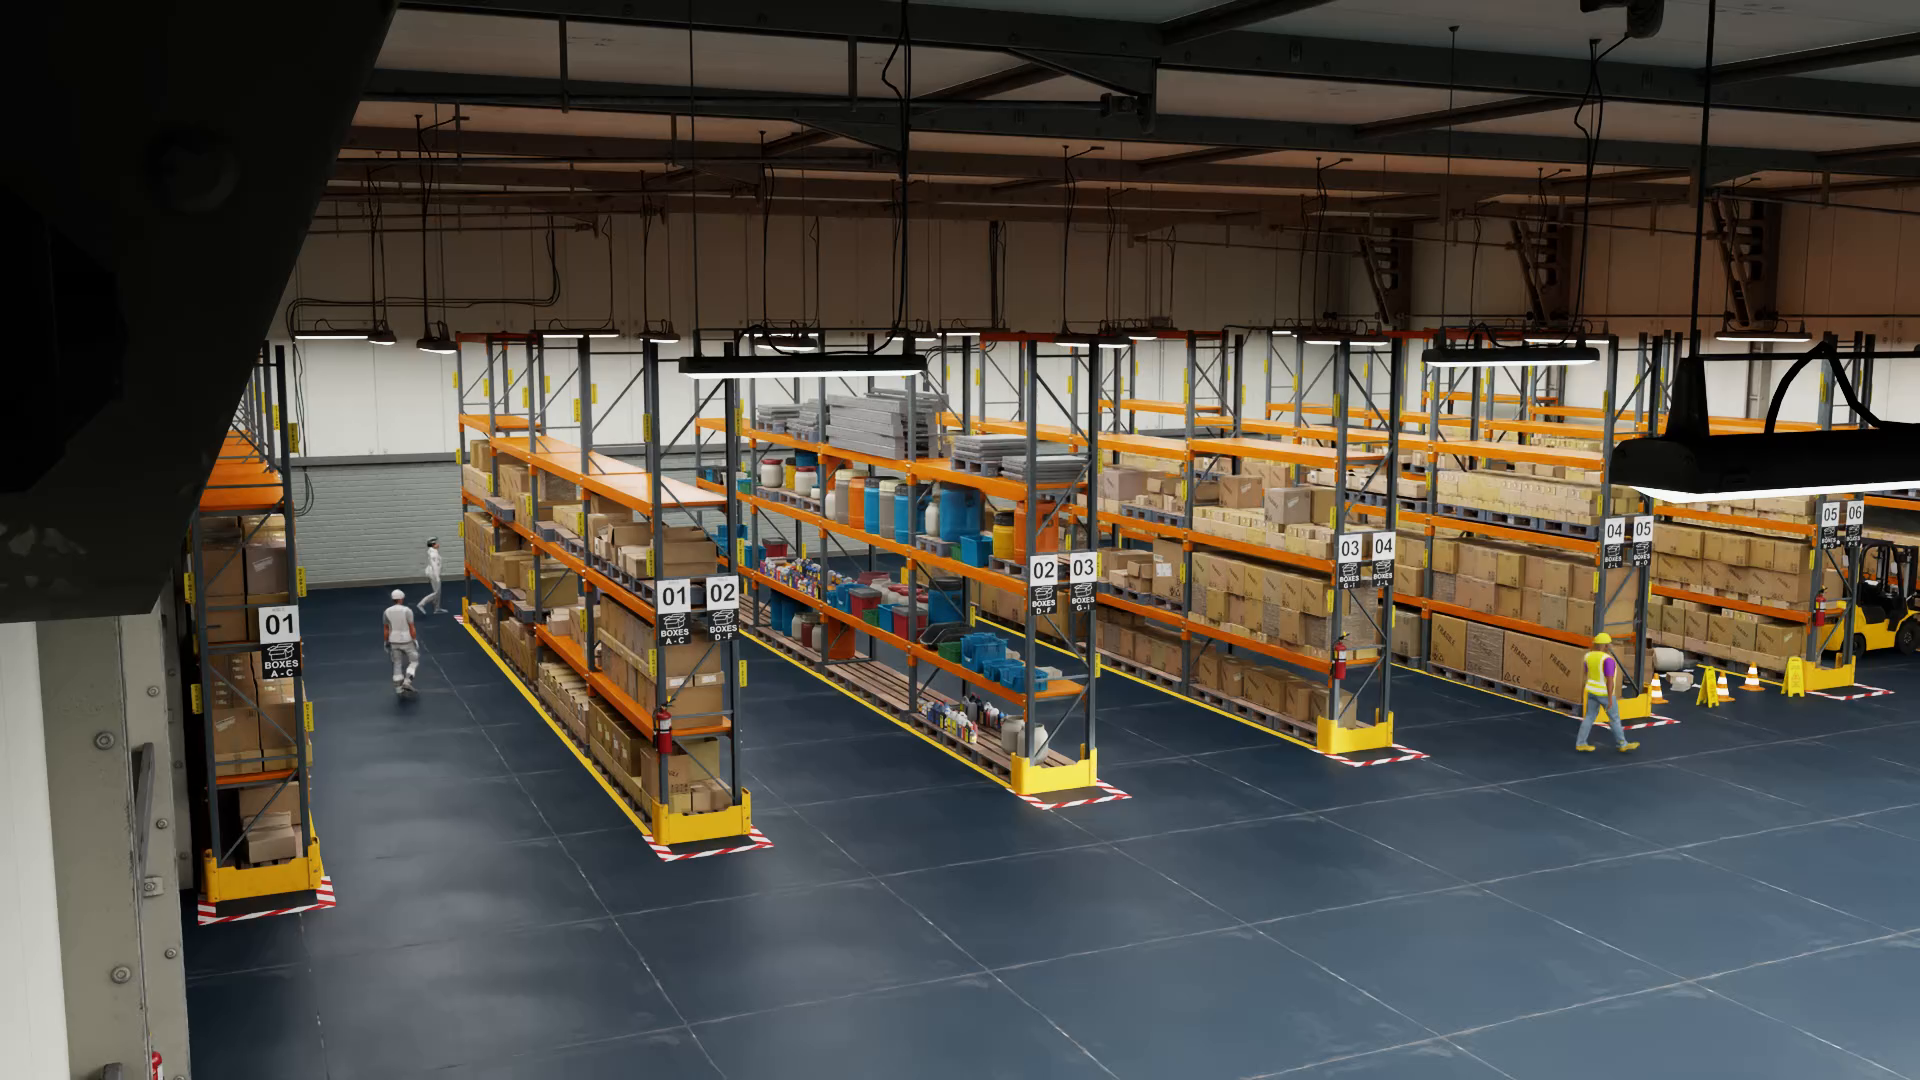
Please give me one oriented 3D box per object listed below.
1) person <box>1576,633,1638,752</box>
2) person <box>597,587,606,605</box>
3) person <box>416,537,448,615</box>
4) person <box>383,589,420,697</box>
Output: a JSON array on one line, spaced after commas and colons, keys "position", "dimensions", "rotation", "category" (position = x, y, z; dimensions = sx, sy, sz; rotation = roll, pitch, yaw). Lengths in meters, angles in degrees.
[{"position": [9.380, 2.211, 24.190], "dimensions": [0.885, 1.736, 0.614], "rotation": [-4, 8, -24], "category": "person"}, {"position": [-6.901, 1.238, 31.844], "dimensions": [0.488, 1.587, 1.043], "rotation": [-4, 9, -25], "category": "person"}, {"position": [-11.164, 0.758, 35.107], "dimensions": [0.695, 1.663, 0.526], "rotation": [-6, 10, -39], "category": "person"}, {"position": [-9.327, 1.722, 27.712], "dimensions": [0.588, 1.792, 0.493], "rotation": [1, 8, 5], "category": "person"}]
